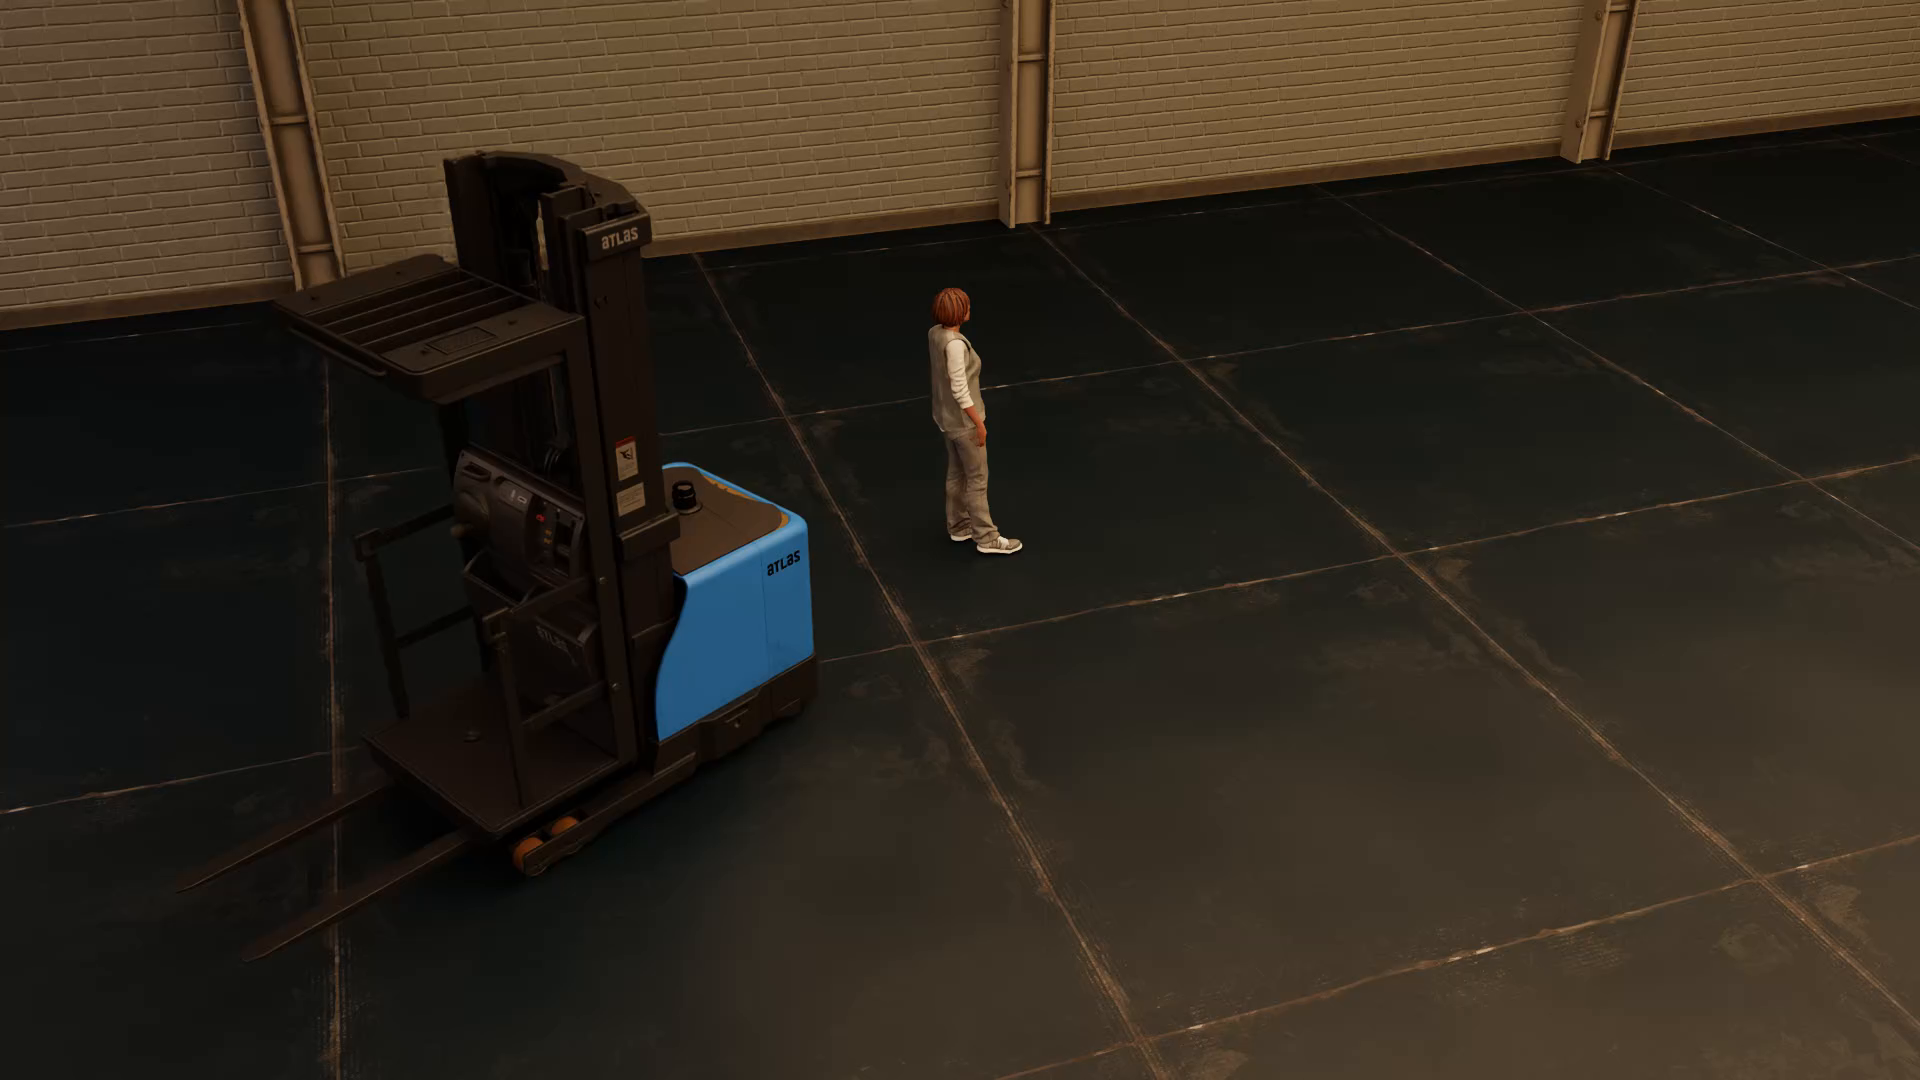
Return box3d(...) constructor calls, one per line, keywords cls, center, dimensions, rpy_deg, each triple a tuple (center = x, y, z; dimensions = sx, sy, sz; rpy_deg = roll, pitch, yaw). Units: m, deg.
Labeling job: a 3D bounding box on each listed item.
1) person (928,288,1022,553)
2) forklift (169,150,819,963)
box3d(cls="person", center=(0.075, -0.701, 9.635), dimensions=(0.473, 1.592, 0.521), rpy_deg=(-10, 31, -16))
box3d(cls="forklift", center=(-2.087, -0.060, 7.191), dimensions=(1.130, 2.935, 3.031), rpy_deg=(24, 38, 36))
